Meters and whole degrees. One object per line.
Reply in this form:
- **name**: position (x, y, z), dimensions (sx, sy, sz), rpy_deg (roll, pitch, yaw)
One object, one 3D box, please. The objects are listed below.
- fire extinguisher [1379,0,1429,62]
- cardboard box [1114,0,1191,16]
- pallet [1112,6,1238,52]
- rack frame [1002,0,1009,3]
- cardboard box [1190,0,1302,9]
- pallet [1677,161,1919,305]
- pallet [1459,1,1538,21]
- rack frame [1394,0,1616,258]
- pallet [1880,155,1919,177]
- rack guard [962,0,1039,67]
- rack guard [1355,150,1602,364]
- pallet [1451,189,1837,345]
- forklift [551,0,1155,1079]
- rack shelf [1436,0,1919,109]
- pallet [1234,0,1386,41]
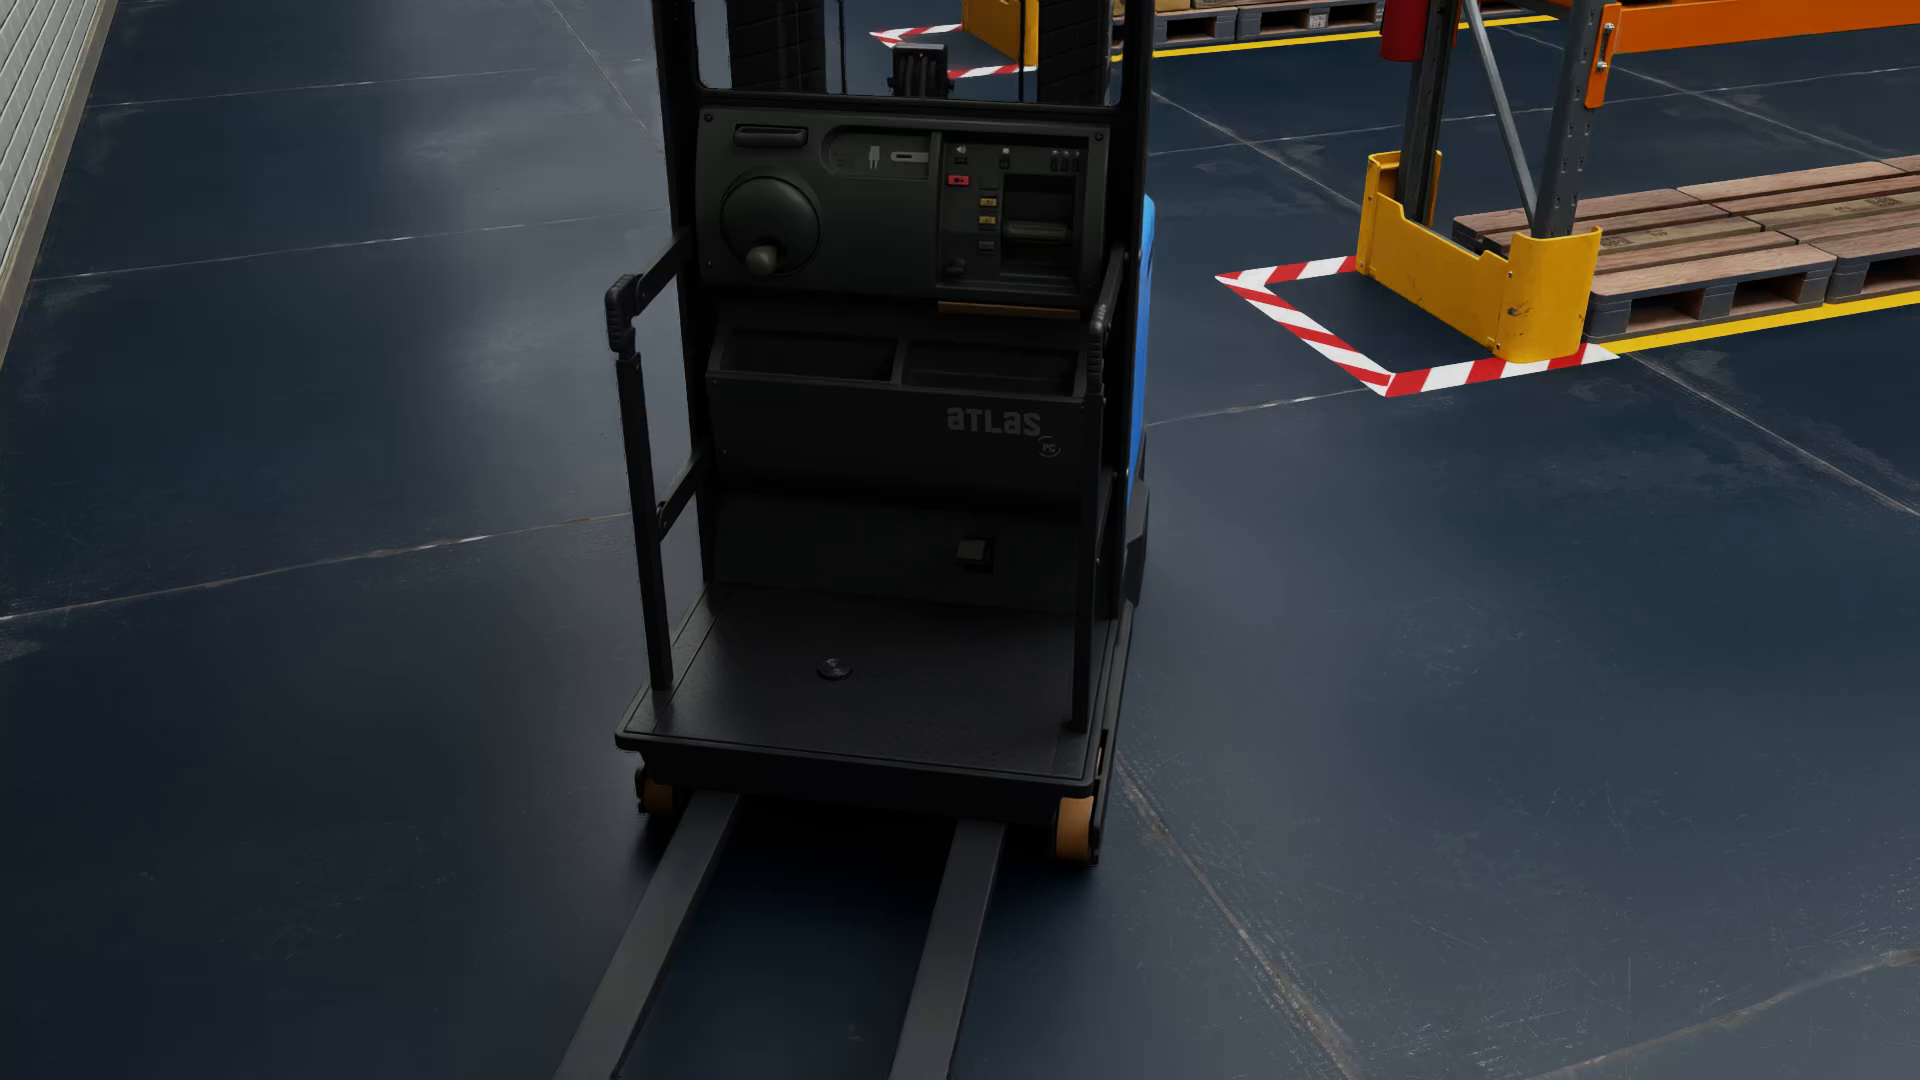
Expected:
- **fire extinguisher**: position (1.811, -2.277, 6.672), dimensions (0.183, 0.674, 0.296), rpy_deg (-10, 31, -18)
- **cardboard box**: position (0.956, -3.993, 10.951), dimensions (0.875, 0.875, 0.875), rpy_deg (-10, 31, -18)
- **pallet**: position (1.106, -3.549, 11.266), dimensions (1.213, 0.211, 1.003), rpy_deg (-10, 31, -18)
- **rack frame**: position (0.384, -4.586, 10.270), dimensions (0.127, 3.000, 1.000), rpy_deg (-10, 31, -18)
- **cardboard box**: position (1.809, -4.150, 11.226), dimensions (0.875, 0.875, 0.875), rpy_deg (-10, 31, -18)
- **pallet**: position (4.039, -1.410, 7.511), dimensions (1.213, 0.211, 1.003), rpy_deg (-10, 31, -18)
- **pallet**: position (3.393, -3.970, 12.005), dimensions (1.213, 0.211, 1.003), rpy_deg (-10, 31, -18)
- **rack frame**: position (2.111, -2.288, 6.236), dimensions (0.127, 3.000, 1.000), rpy_deg (-10, 31, -18)
- **pallet**: position (5.184, -1.622, 7.884), dimensions (1.213, 0.211, 1.003), rpy_deg (-10, 31, -18)
- **rack guard**: position (0.362, -3.496, 10.881), dimensions (0.348, 0.500, 1.175), rpy_deg (-10, 31, -18)
- **rack guard**: position (2.093, -1.192, 6.837), dimensions (0.348, 0.500, 1.175), rpy_deg (-10, 31, -18)
- **pallet**: position (2.898, -1.201, 7.145), dimensions (1.213, 0.211, 1.003), rpy_deg (-10, 31, -18)
- **forklift**: position (-0.170, -0.708, 3.531), dimensions (1.130, 2.935, 3.031), rpy_deg (5, 30, 8)
- **rack shelf**: position (3.986, -2.321, 7.020), dimensions (4.000, 0.370, 1.077), rpy_deg (-10, 31, -18)
- **pallet**: position (2.248, -3.758, 11.632), dimensions (1.213, 0.211, 1.003), rpy_deg (-10, 31, -18)
